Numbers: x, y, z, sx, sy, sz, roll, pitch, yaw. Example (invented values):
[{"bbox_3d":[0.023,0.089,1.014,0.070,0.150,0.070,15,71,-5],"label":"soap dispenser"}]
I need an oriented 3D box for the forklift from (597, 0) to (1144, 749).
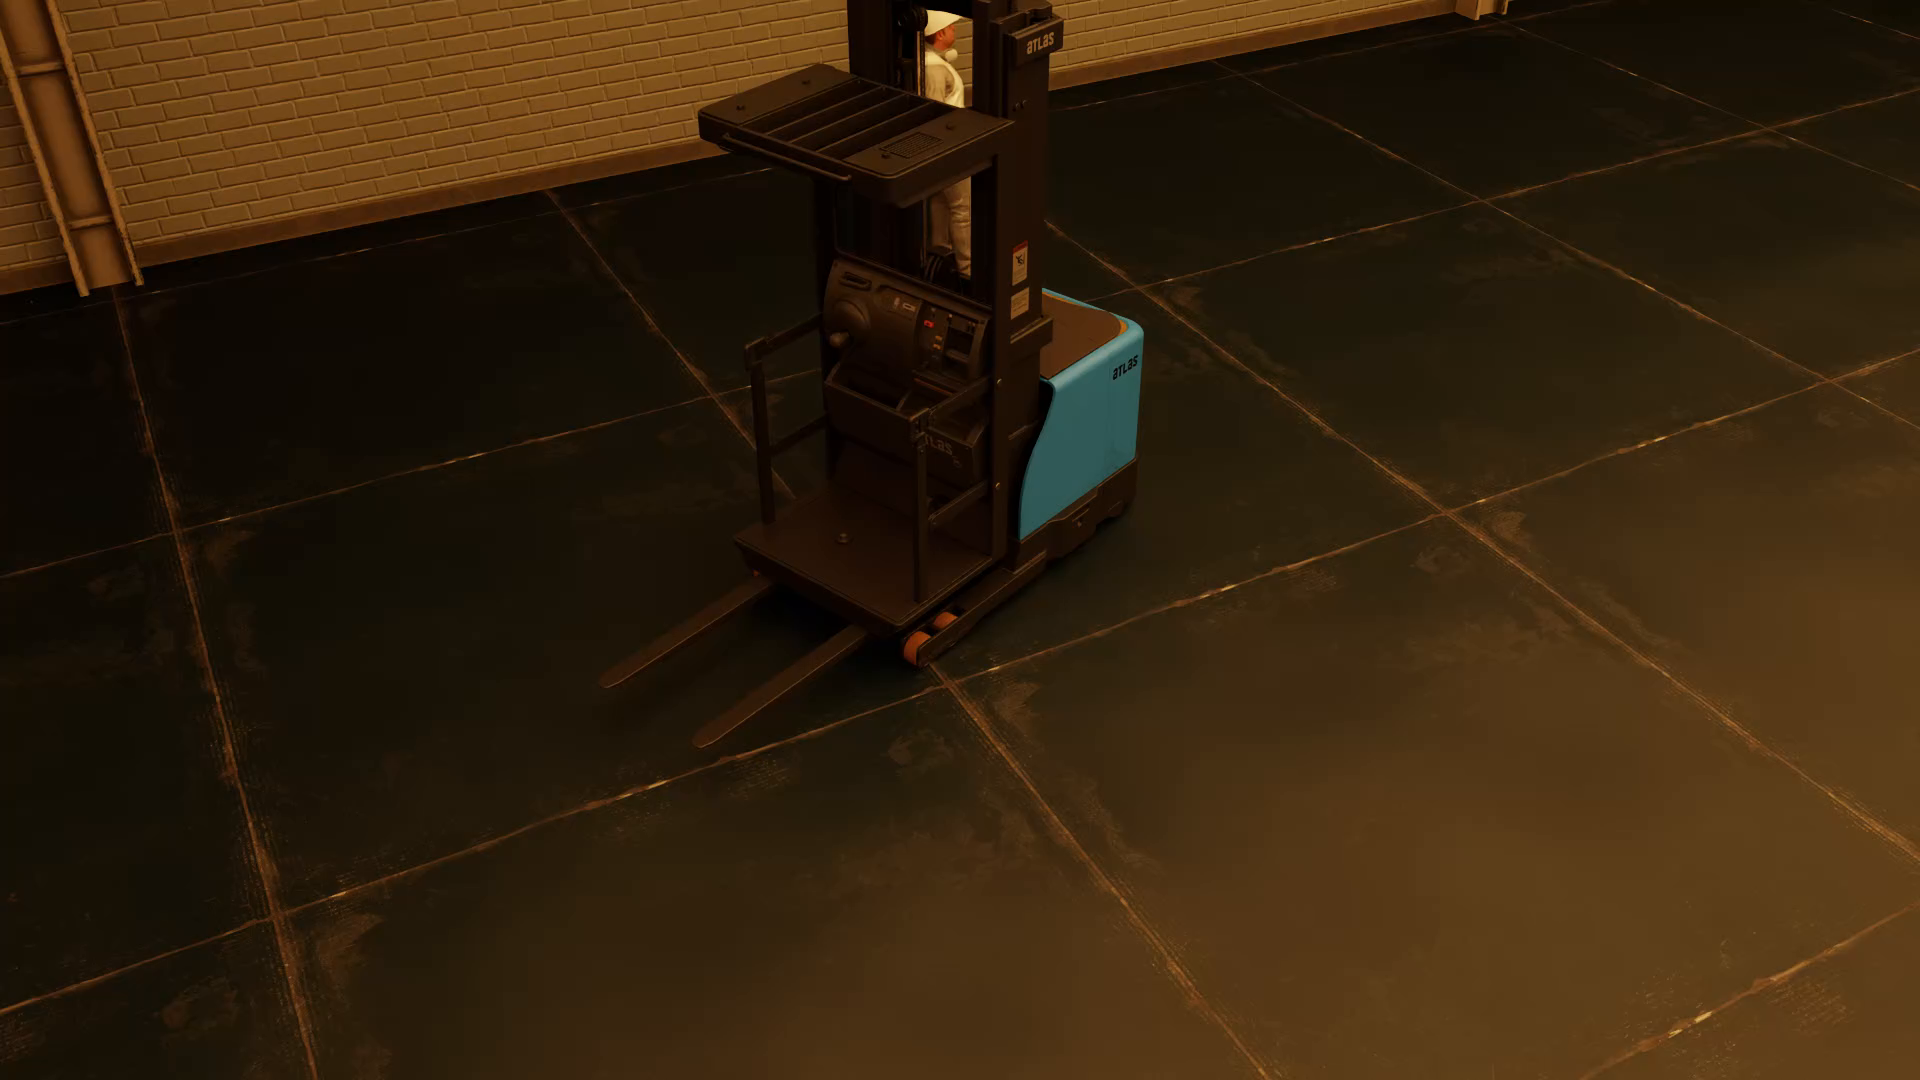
[{"bbox_3d":[-0.390,-0.927,7.434,1.130,2.935,3.031,26,43,31],"label":"forklift"}]

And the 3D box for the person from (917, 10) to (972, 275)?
[{"bbox_3d":[-0.028,-2.581,10.766,0.569,1.775,0.629,-7,36,-9],"label":"person"}]
